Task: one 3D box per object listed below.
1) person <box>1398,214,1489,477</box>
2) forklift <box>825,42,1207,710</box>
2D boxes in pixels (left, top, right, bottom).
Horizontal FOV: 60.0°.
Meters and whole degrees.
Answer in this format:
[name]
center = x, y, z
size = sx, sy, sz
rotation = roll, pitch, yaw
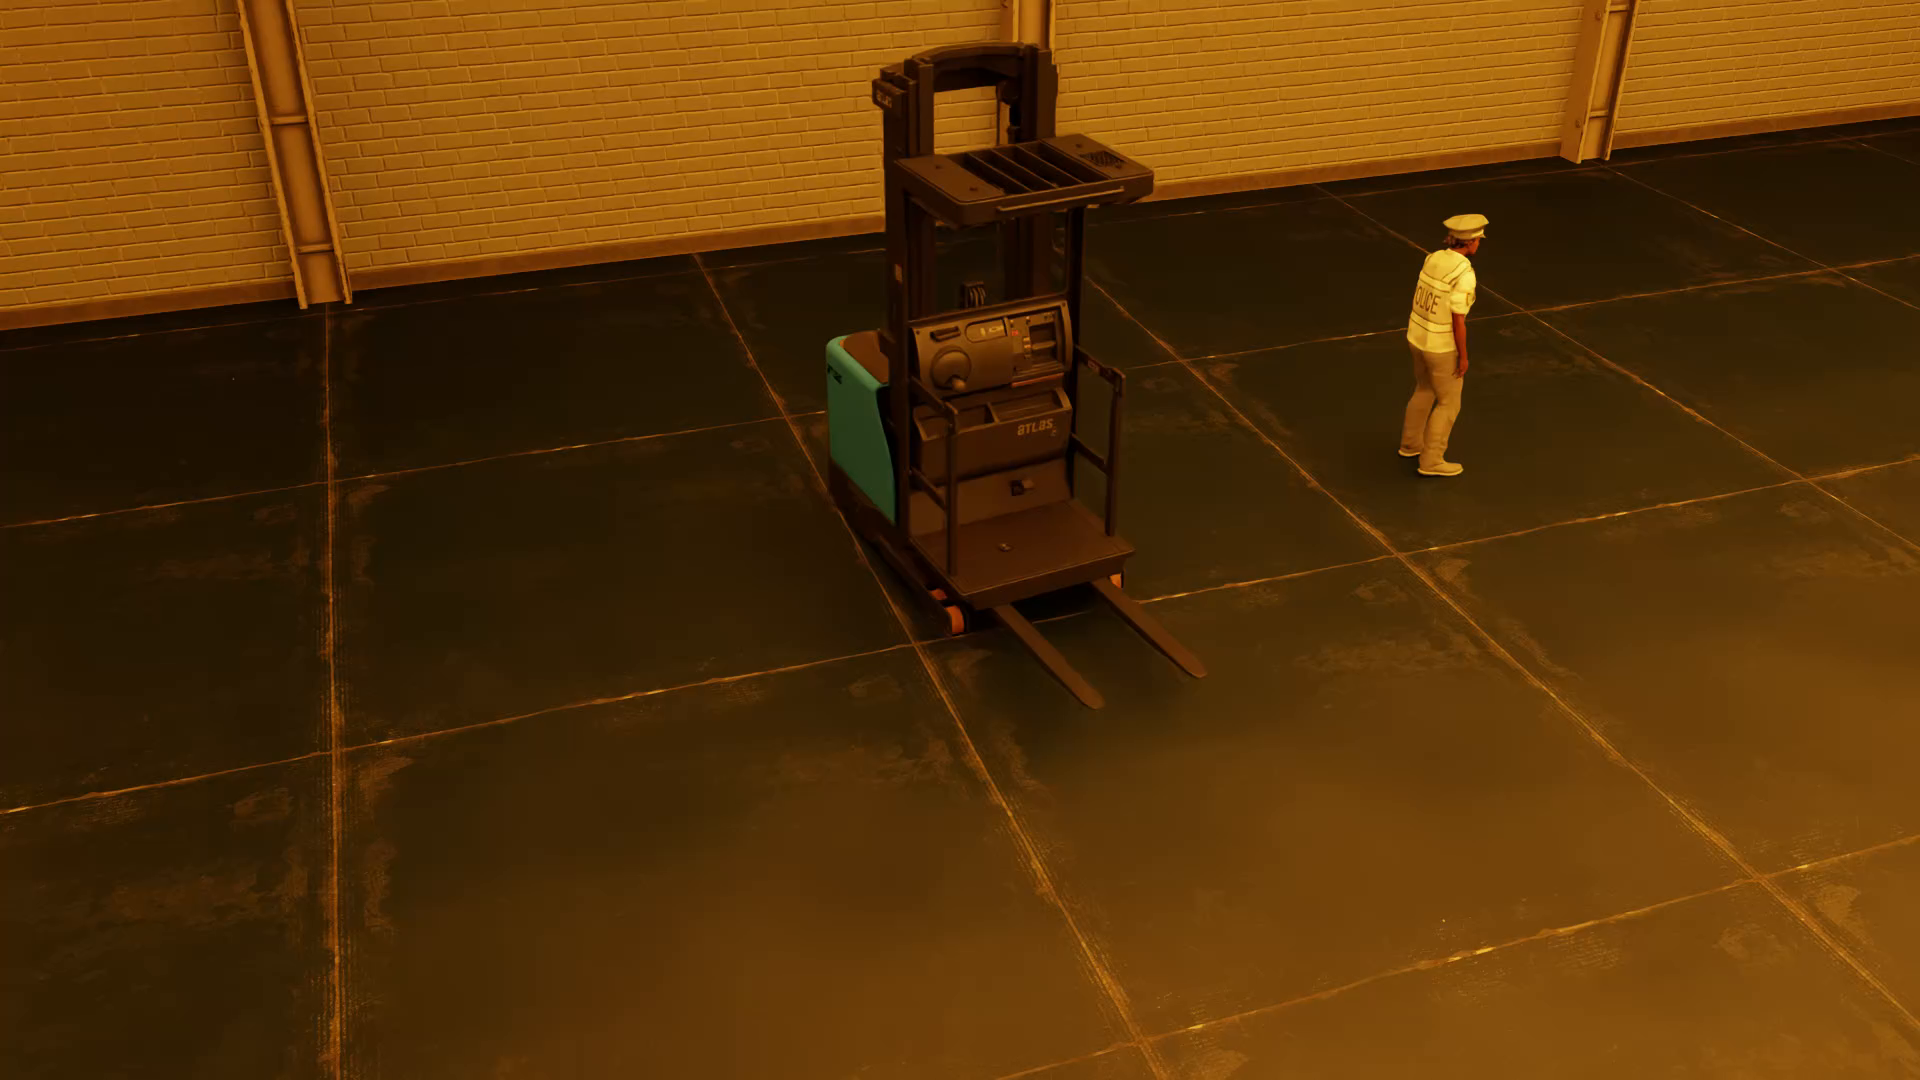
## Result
[person]
center = 3.037, -1.227, 10.503
size = 0.390, 1.661, 0.496
rotation = -9, 31, -16
[forklift]
center = 0.281, -0.999, 8.823
size = 1.130, 2.935, 3.031
rotation = -14, 33, -23
